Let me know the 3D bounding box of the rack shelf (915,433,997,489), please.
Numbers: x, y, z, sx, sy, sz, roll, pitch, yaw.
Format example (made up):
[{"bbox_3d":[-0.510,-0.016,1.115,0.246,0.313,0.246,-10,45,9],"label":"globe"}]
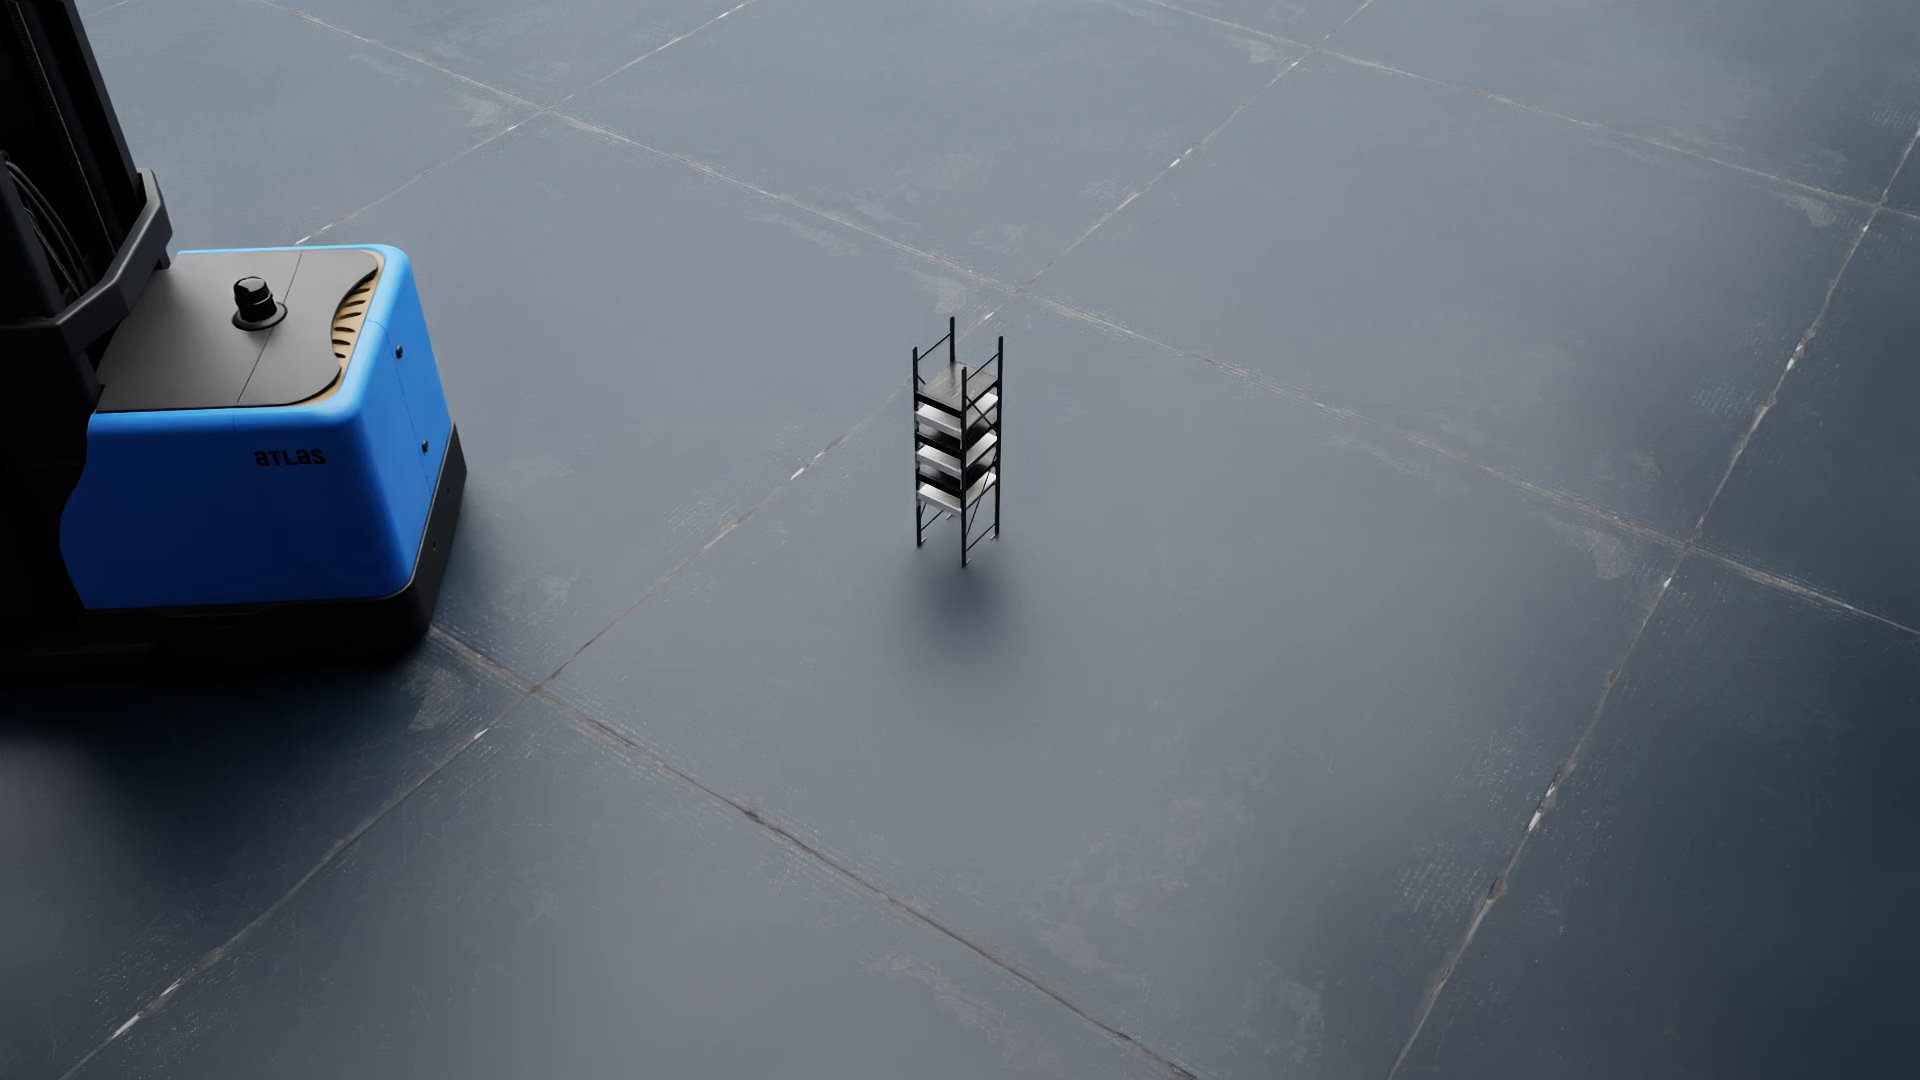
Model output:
[{"bbox_3d":[-0.007,-0.314,5.976,0.200,0.077,0.258,25,48,25],"label":"rack shelf"}]

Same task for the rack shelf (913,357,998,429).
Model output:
[{"bbox_3d":[-0.007,-0.515,5.796,0.200,0.077,0.258,25,48,25],"label":"rack shelf"}]

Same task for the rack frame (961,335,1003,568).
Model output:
[{"bbox_3d":[0.077,-0.300,5.910,0.006,0.900,0.240,25,48,25],"label":"rack frame"}]

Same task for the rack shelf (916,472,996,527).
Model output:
[{"bbox_3d":[-0.007,-0.179,6.096,0.200,0.077,0.258,25,48,25],"label":"rack shelf"}]

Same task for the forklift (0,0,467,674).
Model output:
[{"bbox_3d":[-3.390,-0.950,5.114,3.031,2.935,1.130,-2,42,-3],"label":"forklift"}]

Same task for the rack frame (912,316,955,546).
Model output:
[{"bbox_3d":[-0.090,-0.377,5.997,0.006,0.900,0.240,25,48,25],"label":"rack frame"}]

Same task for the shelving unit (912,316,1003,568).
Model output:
[{"bbox_3d":[-0.007,-0.338,5.953,0.210,0.900,0.258,25,48,25],"label":"shelving unit"}]

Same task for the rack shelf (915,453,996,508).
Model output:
[{"bbox_3d":[-0.007,-0.247,6.036,0.200,0.077,0.258,25,48,25],"label":"rack shelf"}]

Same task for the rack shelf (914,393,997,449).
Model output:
[{"bbox_3d":[-0.007,-0.448,5.856,0.200,0.077,0.258,25,48,25],"label":"rack shelf"}]

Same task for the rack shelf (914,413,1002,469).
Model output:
[{"bbox_3d":[-0.007,-0.381,5.916,0.200,0.077,0.258,25,48,25],"label":"rack shelf"}]
